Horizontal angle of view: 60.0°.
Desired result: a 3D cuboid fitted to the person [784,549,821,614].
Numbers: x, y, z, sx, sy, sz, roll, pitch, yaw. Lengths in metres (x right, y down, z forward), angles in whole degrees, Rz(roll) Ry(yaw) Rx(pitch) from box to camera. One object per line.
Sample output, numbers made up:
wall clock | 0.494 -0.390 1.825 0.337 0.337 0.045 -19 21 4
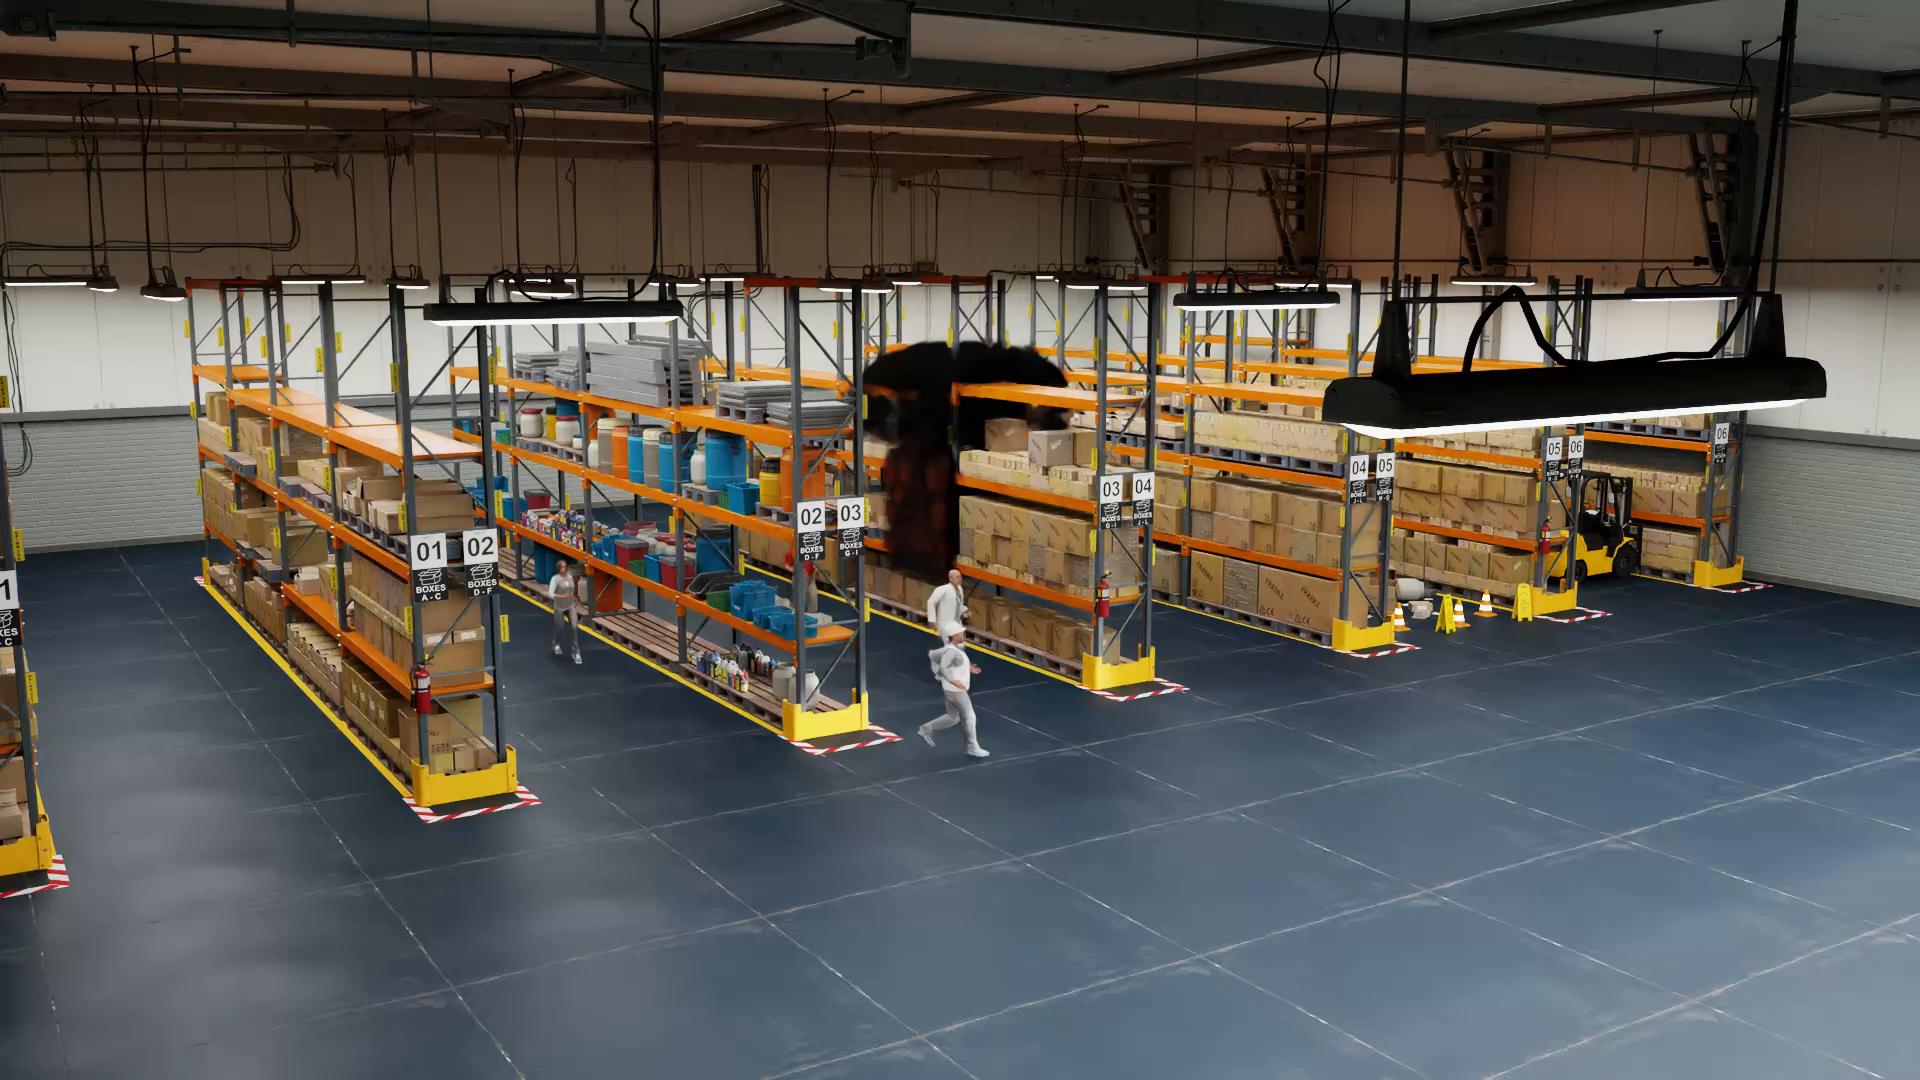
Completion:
person | -2.715 0.713 28.687 0.674 1.682 0.782 -8 12 -40

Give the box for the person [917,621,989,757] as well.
person | -0.085 1.917 21.325 0.931 1.778 0.663 -1 10 -7

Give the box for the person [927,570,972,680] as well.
person | -0.133 1.303 25.104 0.672 1.731 0.702 7 12 35

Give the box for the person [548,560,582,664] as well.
person | -6.311 1.113 26.468 0.530 1.623 0.825 -7 12 -34
